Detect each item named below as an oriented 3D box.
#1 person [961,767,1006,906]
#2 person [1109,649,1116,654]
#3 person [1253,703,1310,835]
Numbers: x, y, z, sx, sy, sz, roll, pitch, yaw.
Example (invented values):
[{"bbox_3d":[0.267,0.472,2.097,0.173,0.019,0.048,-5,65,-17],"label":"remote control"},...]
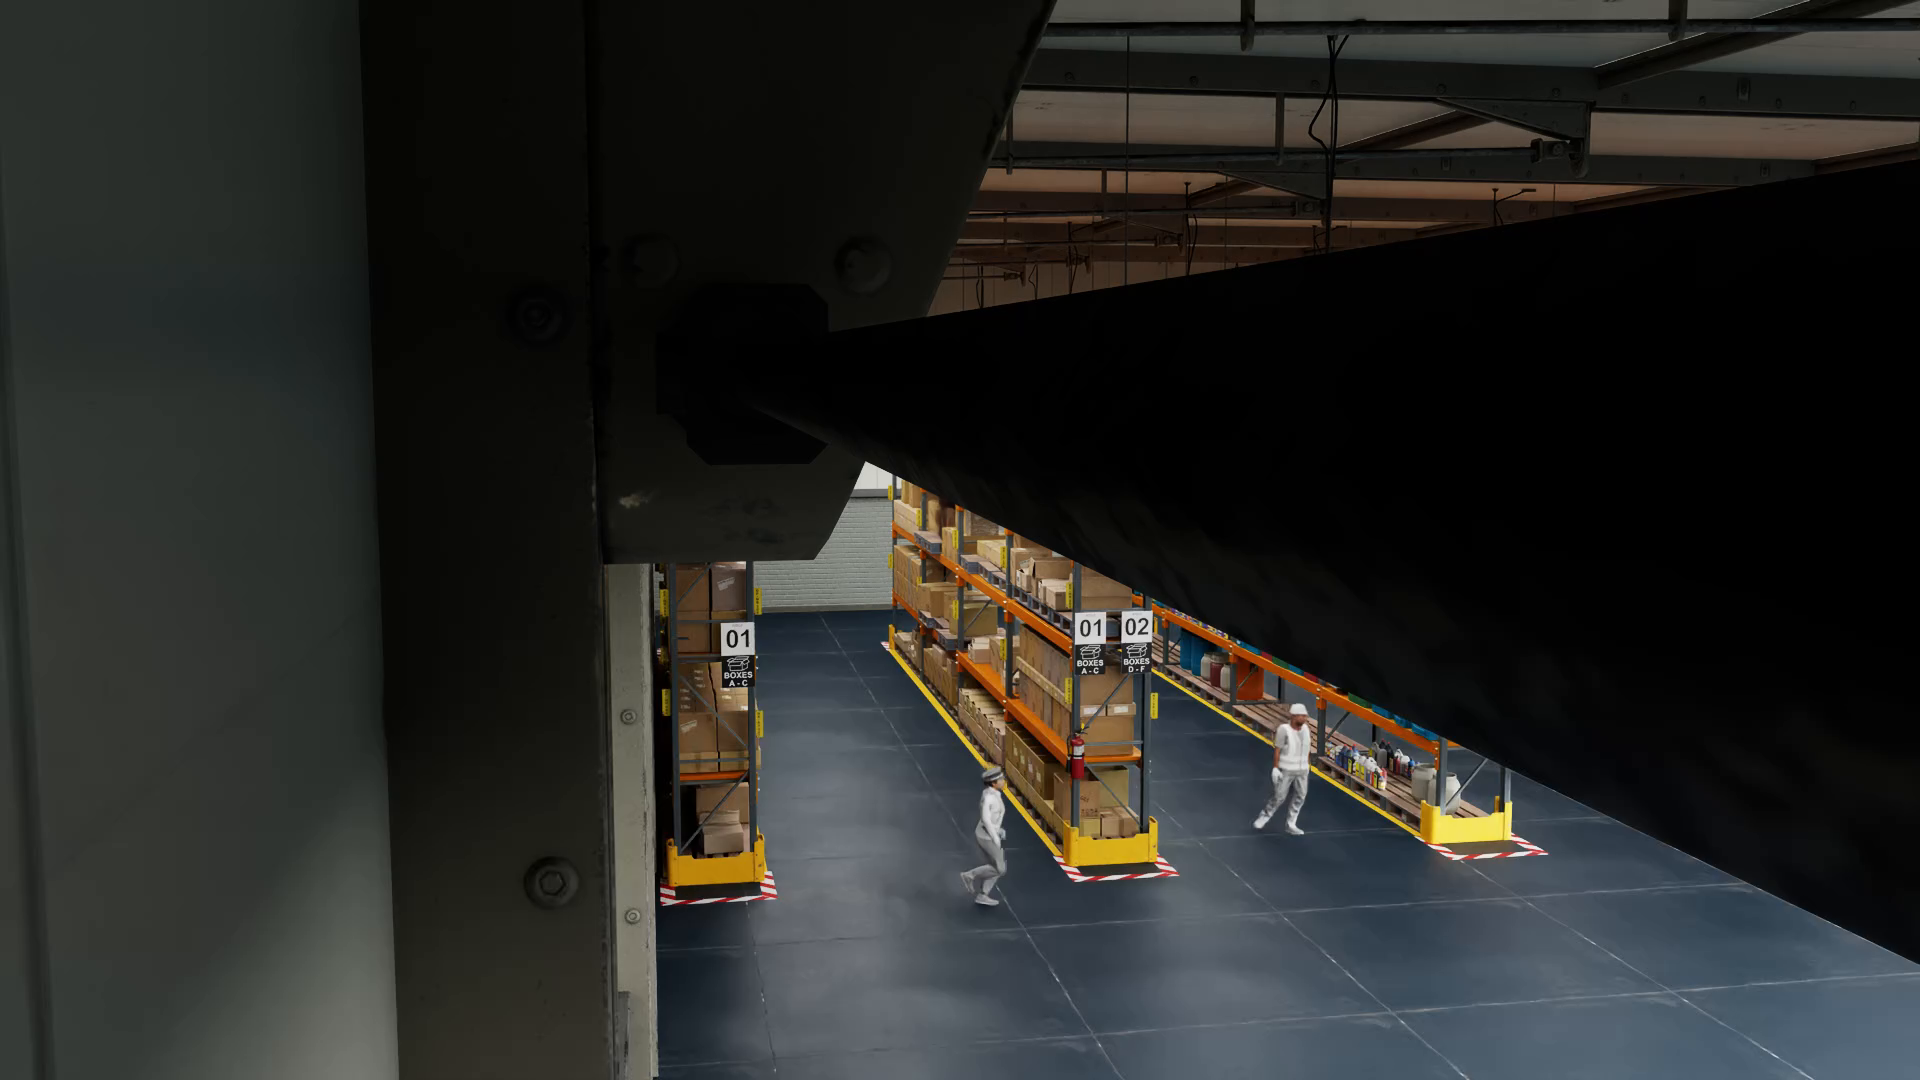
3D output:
[{"bbox_3d":[0.282,3.442,19.348,0.498,1.633,0.614,1,6,7],"label":"person"},{"bbox_3d":[3.129,1.820,34.764,0.665,1.442,1.151,3,7,23],"label":"person"},{"bbox_3d":[4.320,3.053,22.198,0.756,1.762,0.523,-3,7,-26],"label":"person"}]
